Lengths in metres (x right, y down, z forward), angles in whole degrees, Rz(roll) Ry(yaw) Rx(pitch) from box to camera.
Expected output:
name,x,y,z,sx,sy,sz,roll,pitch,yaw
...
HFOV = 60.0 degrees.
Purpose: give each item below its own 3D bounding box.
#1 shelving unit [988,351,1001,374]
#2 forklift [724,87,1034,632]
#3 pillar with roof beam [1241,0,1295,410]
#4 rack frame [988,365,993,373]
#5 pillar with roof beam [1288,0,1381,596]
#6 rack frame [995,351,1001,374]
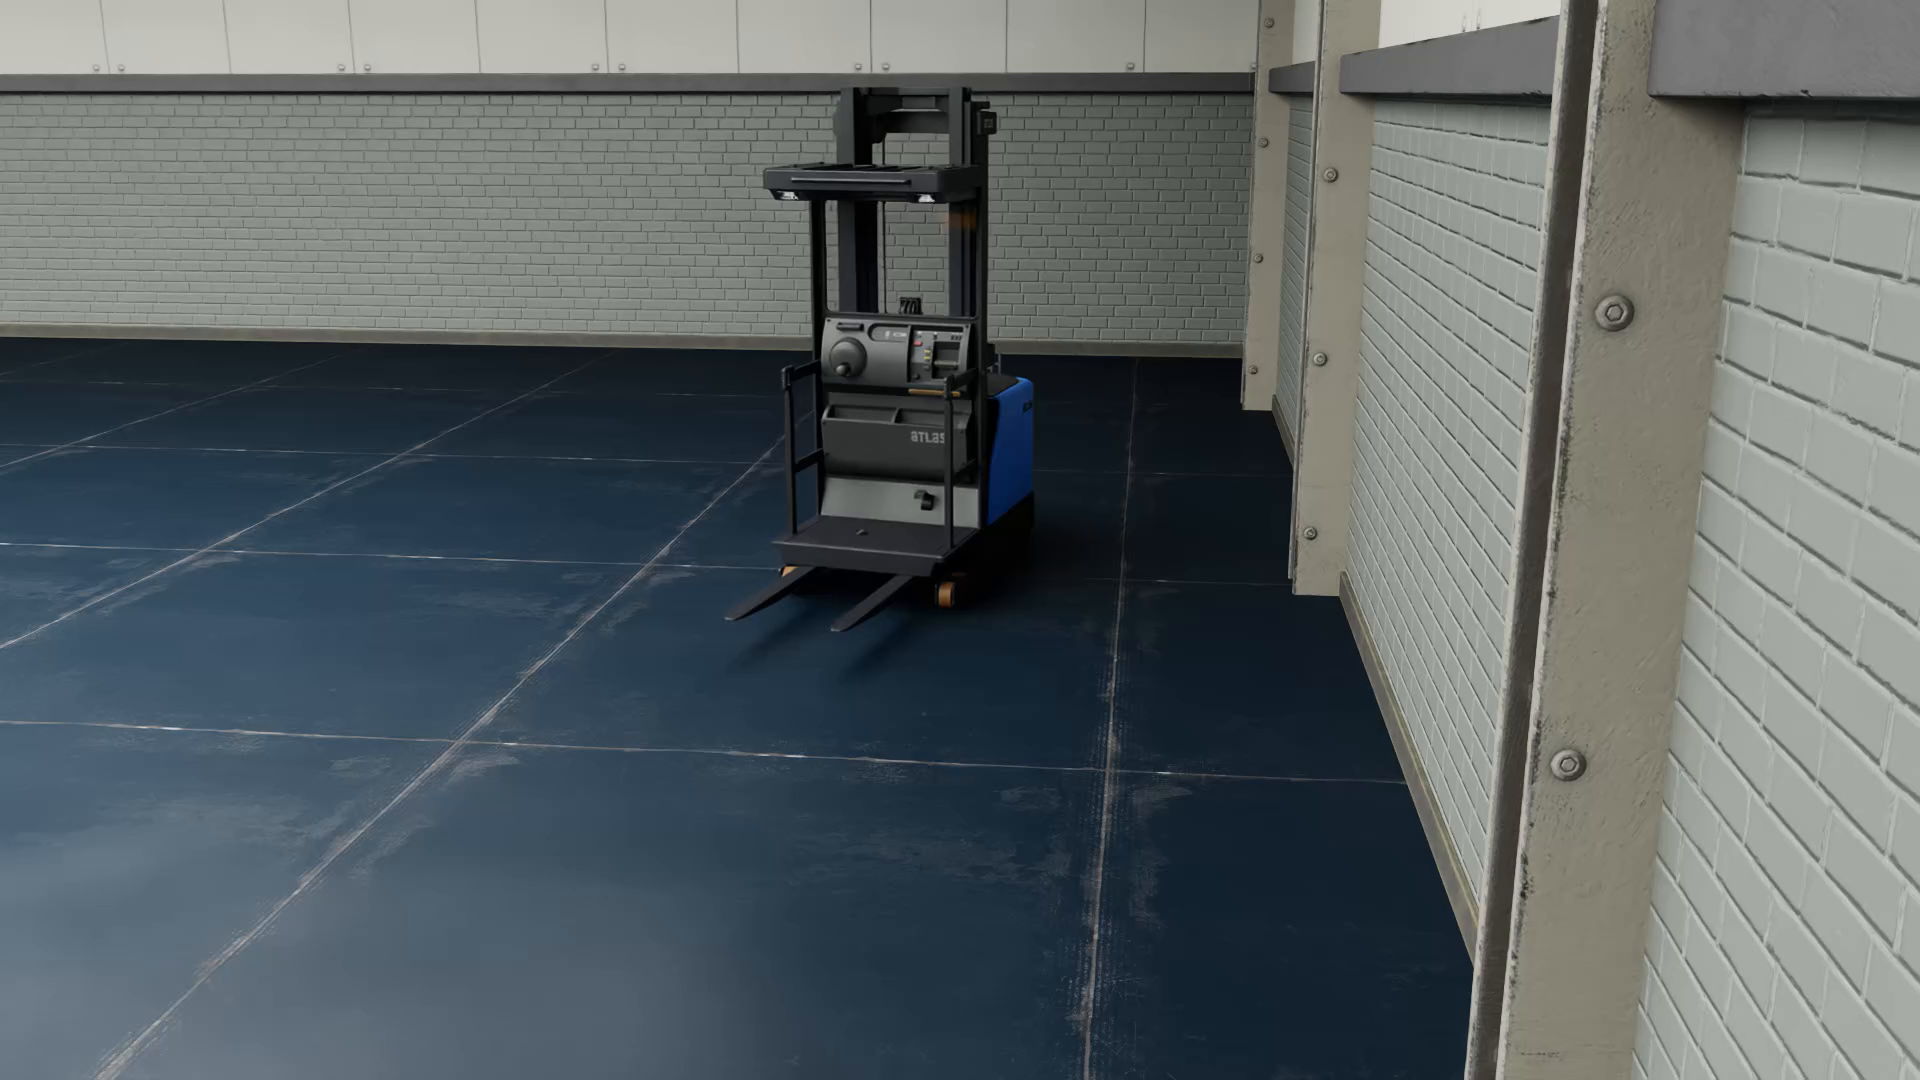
name,x,y,z,sx,sy,sz,roll,pitch,yaw
shelving unit,0.137,-0.689,11.413,0.258,1.200,0.189,5,16,18
forklift,-0.449,-1.132,9.732,1.130,2.935,3.031,5,16,18
pillar with roof beam,-1.431,-5.748,15.179,9.100,9.000,0.400,2,15,6
rack frame,0.108,-0.667,11.329,0.240,1.200,0.006,5,16,18
pillar with roof beam,-2.108,-4.192,9.424,9.100,9.000,0.400,2,15,6
rack frame,0.166,-0.712,11.497,0.240,1.200,0.006,5,16,18
